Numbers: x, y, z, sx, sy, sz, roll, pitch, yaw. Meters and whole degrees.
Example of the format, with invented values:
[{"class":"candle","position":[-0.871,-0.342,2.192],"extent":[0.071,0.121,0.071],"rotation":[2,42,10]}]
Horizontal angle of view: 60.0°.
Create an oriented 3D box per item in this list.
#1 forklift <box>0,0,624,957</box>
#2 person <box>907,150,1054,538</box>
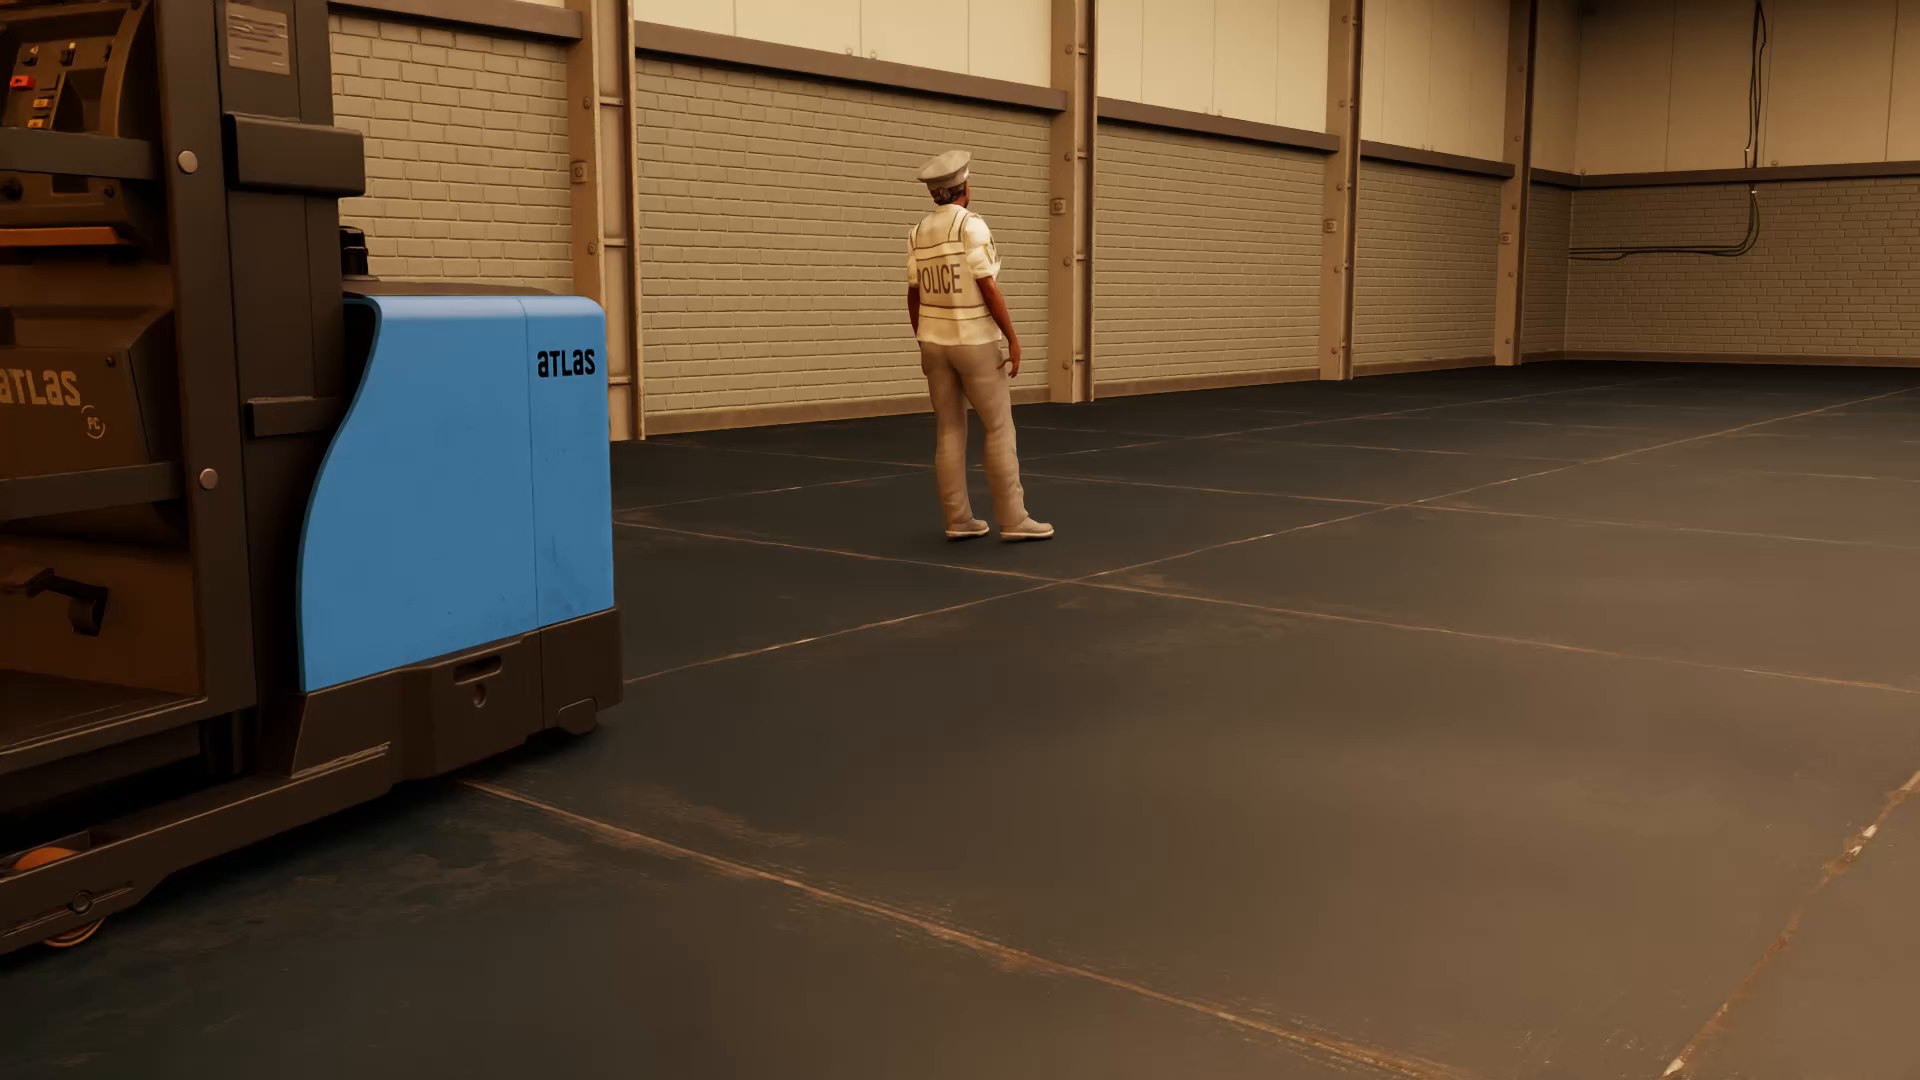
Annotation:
[{"class":"forklift","position":[-1.924,-0.817,2.868],"extent":[1.130,2.935,3.031],"rotation":[4,9,25]},{"class":"person","position":[0.062,-0.852,7.326],"extent":[0.569,1.694,0.530],"rotation":[7,11,38]}]
